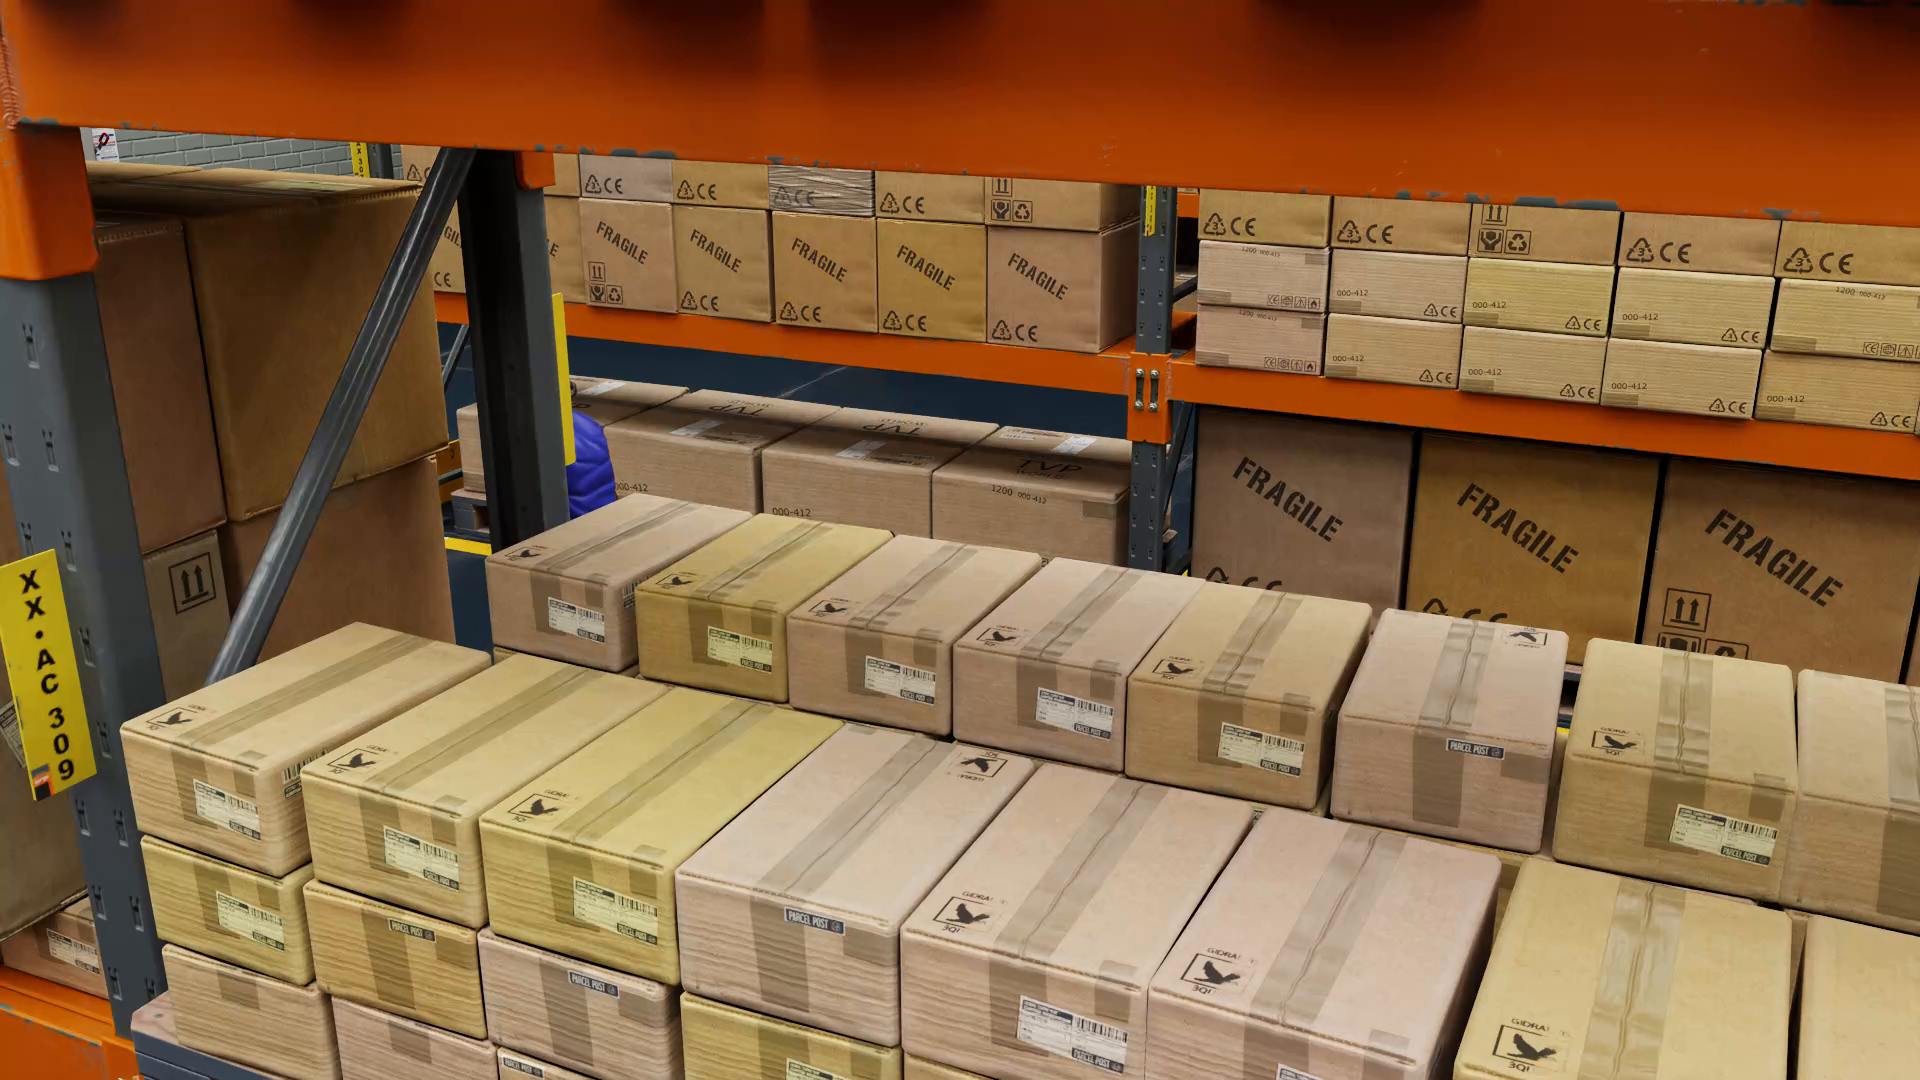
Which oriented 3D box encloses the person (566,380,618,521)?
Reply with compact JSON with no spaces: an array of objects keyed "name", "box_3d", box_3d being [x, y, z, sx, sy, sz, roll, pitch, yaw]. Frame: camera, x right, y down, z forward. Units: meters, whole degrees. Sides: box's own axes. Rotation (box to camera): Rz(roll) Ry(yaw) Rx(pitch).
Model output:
[{"name":"person","box_3d":[-1.306,0.158,5.618,0.346,1.656,0.530,7,21,20]}]
